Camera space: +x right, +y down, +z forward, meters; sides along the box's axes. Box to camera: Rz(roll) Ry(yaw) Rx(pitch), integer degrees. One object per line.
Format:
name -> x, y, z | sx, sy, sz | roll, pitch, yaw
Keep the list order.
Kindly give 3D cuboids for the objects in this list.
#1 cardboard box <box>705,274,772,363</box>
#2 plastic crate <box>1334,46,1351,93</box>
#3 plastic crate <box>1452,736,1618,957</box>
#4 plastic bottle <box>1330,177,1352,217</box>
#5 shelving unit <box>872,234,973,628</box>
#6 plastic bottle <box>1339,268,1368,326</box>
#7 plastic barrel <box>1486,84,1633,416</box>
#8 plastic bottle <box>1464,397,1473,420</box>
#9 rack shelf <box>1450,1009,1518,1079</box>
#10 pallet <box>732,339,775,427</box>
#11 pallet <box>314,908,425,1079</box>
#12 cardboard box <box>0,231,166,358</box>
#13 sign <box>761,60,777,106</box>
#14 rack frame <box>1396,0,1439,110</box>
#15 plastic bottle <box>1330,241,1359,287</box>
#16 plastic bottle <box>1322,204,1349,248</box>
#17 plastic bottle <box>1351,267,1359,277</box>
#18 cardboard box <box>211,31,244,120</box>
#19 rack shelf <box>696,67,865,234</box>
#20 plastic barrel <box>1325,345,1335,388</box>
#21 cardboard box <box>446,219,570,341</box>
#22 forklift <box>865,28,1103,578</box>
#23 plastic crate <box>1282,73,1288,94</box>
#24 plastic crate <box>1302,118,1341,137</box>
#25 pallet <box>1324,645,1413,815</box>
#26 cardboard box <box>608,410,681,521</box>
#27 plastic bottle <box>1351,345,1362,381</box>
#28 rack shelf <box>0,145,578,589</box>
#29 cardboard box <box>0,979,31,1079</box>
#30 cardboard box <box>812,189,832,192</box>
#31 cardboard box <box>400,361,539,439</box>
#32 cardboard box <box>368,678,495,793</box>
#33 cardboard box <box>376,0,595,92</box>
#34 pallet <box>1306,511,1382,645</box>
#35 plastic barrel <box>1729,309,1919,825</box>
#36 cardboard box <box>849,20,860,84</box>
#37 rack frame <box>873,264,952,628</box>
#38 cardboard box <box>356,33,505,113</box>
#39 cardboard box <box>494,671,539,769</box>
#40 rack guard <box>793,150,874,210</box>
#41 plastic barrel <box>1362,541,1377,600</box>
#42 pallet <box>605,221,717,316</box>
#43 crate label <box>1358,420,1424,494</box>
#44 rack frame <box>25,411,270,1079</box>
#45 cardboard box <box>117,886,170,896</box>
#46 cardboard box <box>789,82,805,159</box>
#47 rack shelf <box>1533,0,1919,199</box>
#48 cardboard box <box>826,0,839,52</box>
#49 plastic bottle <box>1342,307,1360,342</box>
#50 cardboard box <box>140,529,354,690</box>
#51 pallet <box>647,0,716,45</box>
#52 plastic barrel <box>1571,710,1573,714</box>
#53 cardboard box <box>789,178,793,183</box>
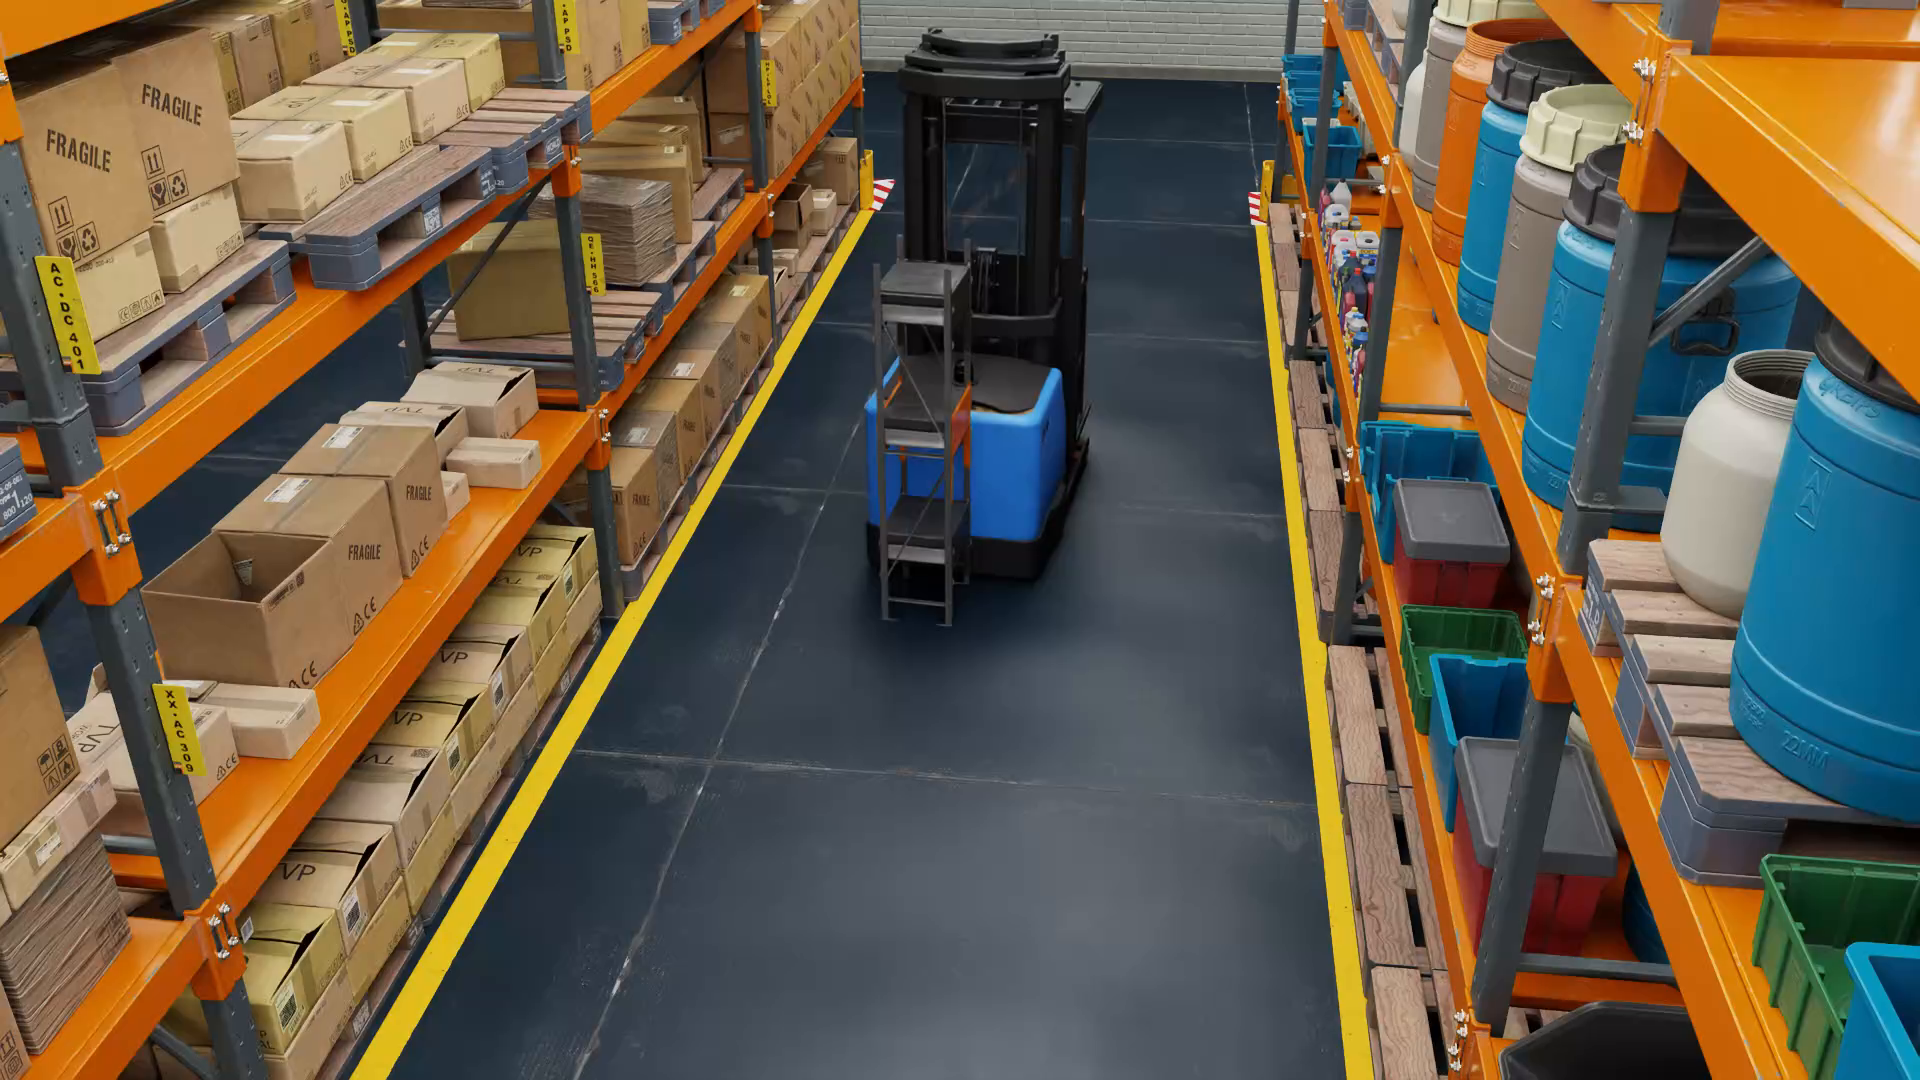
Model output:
cardboard box -> -1.703, -1.650, 12.322 | 0.500, 0.500, 0.500 | 3, 28, 6
plastic crate -> 3.623, -4.273, 14.917 | 0.616, 0.435, 0.499 | 3, 28, 6
plastic crate -> 1.764, 0.976, 5.209 | 0.402, 0.464, 0.583 | 3, 28, 6
plastic bottle -> 2.619, -2.329, 11.462 | 0.144, 0.351, 0.185 | 3, 28, 6
shelving unit -> -0.191, -0.566, 9.086 | 0.431, 2.100, 0.503 | 6, 29, 11
plastic bottle -> 2.326, -1.437, 9.807 | 0.144, 0.351, 0.185 | 3, 28, 6
plastic barrel -> 1.936, -0.852, 4.977 | 0.600, 0.901, 0.600 | 0, 28, 0
plastic bottle -> 2.722, -0.772, 8.652 | 0.152, 0.276, 0.135 | 3, 28, 6
rack shelf -> 1.764, 2.508, 3.191 | 1.077, 0.370, 4.000 | 3, 28, 6
pallet -> -1.989, -1.193, 12.242 | 1.003, 0.211, 1.213 | 3, 28, 6
pallet -> -2.855, 1.838, 6.615 | 1.003, 0.211, 1.213 | 3, 28, 6
cardboard box -> -2.822, -0.769, 5.067 | 0.500, 0.250, 0.500 | 6, 29, 11
sign -> -1.375, -3.285, 11.964 | 0.100, 0.325, 0.005 | 3, 28, 6
rack frame -> 2.499, -3.274, 6.840 | 1.000, 3.000, 0.127 | 3, 28, 6
plastic bottle -> 2.412, -1.721, 10.412 | 0.152, 0.276, 0.135 | 3, 28, 6
plastic bottle -> 2.509, -2.094, 11.104 | 0.152, 0.276, 0.135 | 3, 28, 6
plastic bottle -> 2.364, -1.481, 9.960 | 0.061, 0.283, 0.133 | 3, 28, 6
cardboard box -> -6.666, -3.822, 13.865 | 0.980, 0.700, 0.700 | 3, 28, 5
rack shelf -> -1.682, -3.430, 14.213 | 1.077, 0.370, 4.000 | 3, 28, 6
plastic barrel -> 2.905, -1.522, 11.682 | 0.600, 0.901, 0.708 | 3, 28, 6
cardboard box -> -2.452, -1.455, 9.240 | 0.700, 0.500, 0.500 | -6, 29, -11
forklift -> 0.257, -1.749, 10.407 | 1.130, 2.935, 3.031 | 6, 29, 11
plastic crate -> 3.000, -4.066, 14.849 | 0.250, 0.136, 0.298 | 3, 28, 6
plastic crate -> 2.904, -3.264, 13.360 | 0.293, 0.136, 0.466 | 3, 28, 6
pallet -> 2.365, 0.957, 8.252 | 1.003, 0.211, 1.213 | 3, 28, 6
cardboard box -> -2.019, -0.461, 10.114 | 0.500, 0.500, 0.500 | 2, 28, 4
plastic bottle -> 2.197, -0.969, 9.095 | 0.097, 0.201, 0.097 | 0, 28, 0
rack shelf -> -2.662, -0.985, 6.512 | 1.077, 0.370, 4.000 | 3, 28, 6
cardboard box -> -3.013, 1.374, 4.432 | 0.700, 0.500, 0.500 | 3, 28, 6
cardboard box -> -1.398, -3.179, 15.512 | 0.380, 0.166, 0.250 | 3, 28, 6
cardboard box -> -2.505, -0.715, 8.508 | 0.500, 0.311, 0.500 | 5, 29, 9
cardboard box -> -2.422, 0.835, 7.403 | 0.500, 0.311, 0.500 | 4, 29, 8
cardboard box -> -2.397, -2.495, 8.450 | 0.910, 0.500, 0.500 | 3, 28, 6
pallet -> 2.554, 0.221, 9.618 | 1.003, 0.211, 1.213 | 3, 28, 6
plastic barrel -> 1.780, -0.014, 2.980 | 0.600, 0.901, 0.708 | 3, 28, 6
cardboard box -> -1.221, -4.506, 15.346 | 0.500, 0.500, 0.500 | 4, 29, 8
rack frame -> -0.243, -0.453, 8.876 | 0.400, 2.100, 0.015 | 6, 29, 11
cardboard box -> -2.417, -2.145, 7.622 | 0.500, 0.250, 0.500 | 1, 28, 2
cardboard box -> -2.363, 0.844, 7.977 | 0.500, 0.250, 0.500 | 4, 29, 7
rack guard -> -1.446, -3.552, 16.317 | 1.175, 0.500, 0.348 | 3, 28, 6
plastic barrel -> 2.542, -0.094, 9.107 | 0.600, 0.830, 0.708 | 3, 28, 6
pallet -> -2.183, -1.754, 10.546 | 1.003, 0.211, 1.213 | 3, 28, 6
crate label -> 2.075, -0.383, 7.975 | 0.303, 0.233, 0.416 | 3, 28, 6
rack frame -> -2.907, 0.960, 5.305 | 1.000, 3.000, 0.127 | 3, 28, 6
cardboard box -> -3.084, 1.286, 6.565 | 0.500, 0.311, 0.500 | 4, 29, 8
cardboard box -> -1.534, -3.315, 13.135 | 0.500, 0.500, 0.500 | 4, 29, 7
rack shelf -> 2.254, -1.840, 5.358 | 1.077, 0.370, 4.000 | 3, 28, 6
cardboard box -> -1.338, -4.465, 14.216 | 0.500, 0.500, 0.500 | 4, 29, 8
plastic bottle -> 2.269, -1.244, 9.605 | 0.097, 0.201, 0.097 | 0, 28, 0
cardboard box -> -2.732, 0.307, 6.411 | 0.500, 0.500, 0.500 | 5, 29, 10
pallet -> -2.200, -3.252, 10.160 | 1.213, 0.211, 1.003 | 3, 28, 6
plastic barrel -> 2.433, 0.407, 6.189 | 0.433, 0.535, 0.433 | 0, 28, 0
cardboard box -> -1.846, -3.197, 15.457 | 0.500, 0.250, 0.500 | 3, 28, 6
